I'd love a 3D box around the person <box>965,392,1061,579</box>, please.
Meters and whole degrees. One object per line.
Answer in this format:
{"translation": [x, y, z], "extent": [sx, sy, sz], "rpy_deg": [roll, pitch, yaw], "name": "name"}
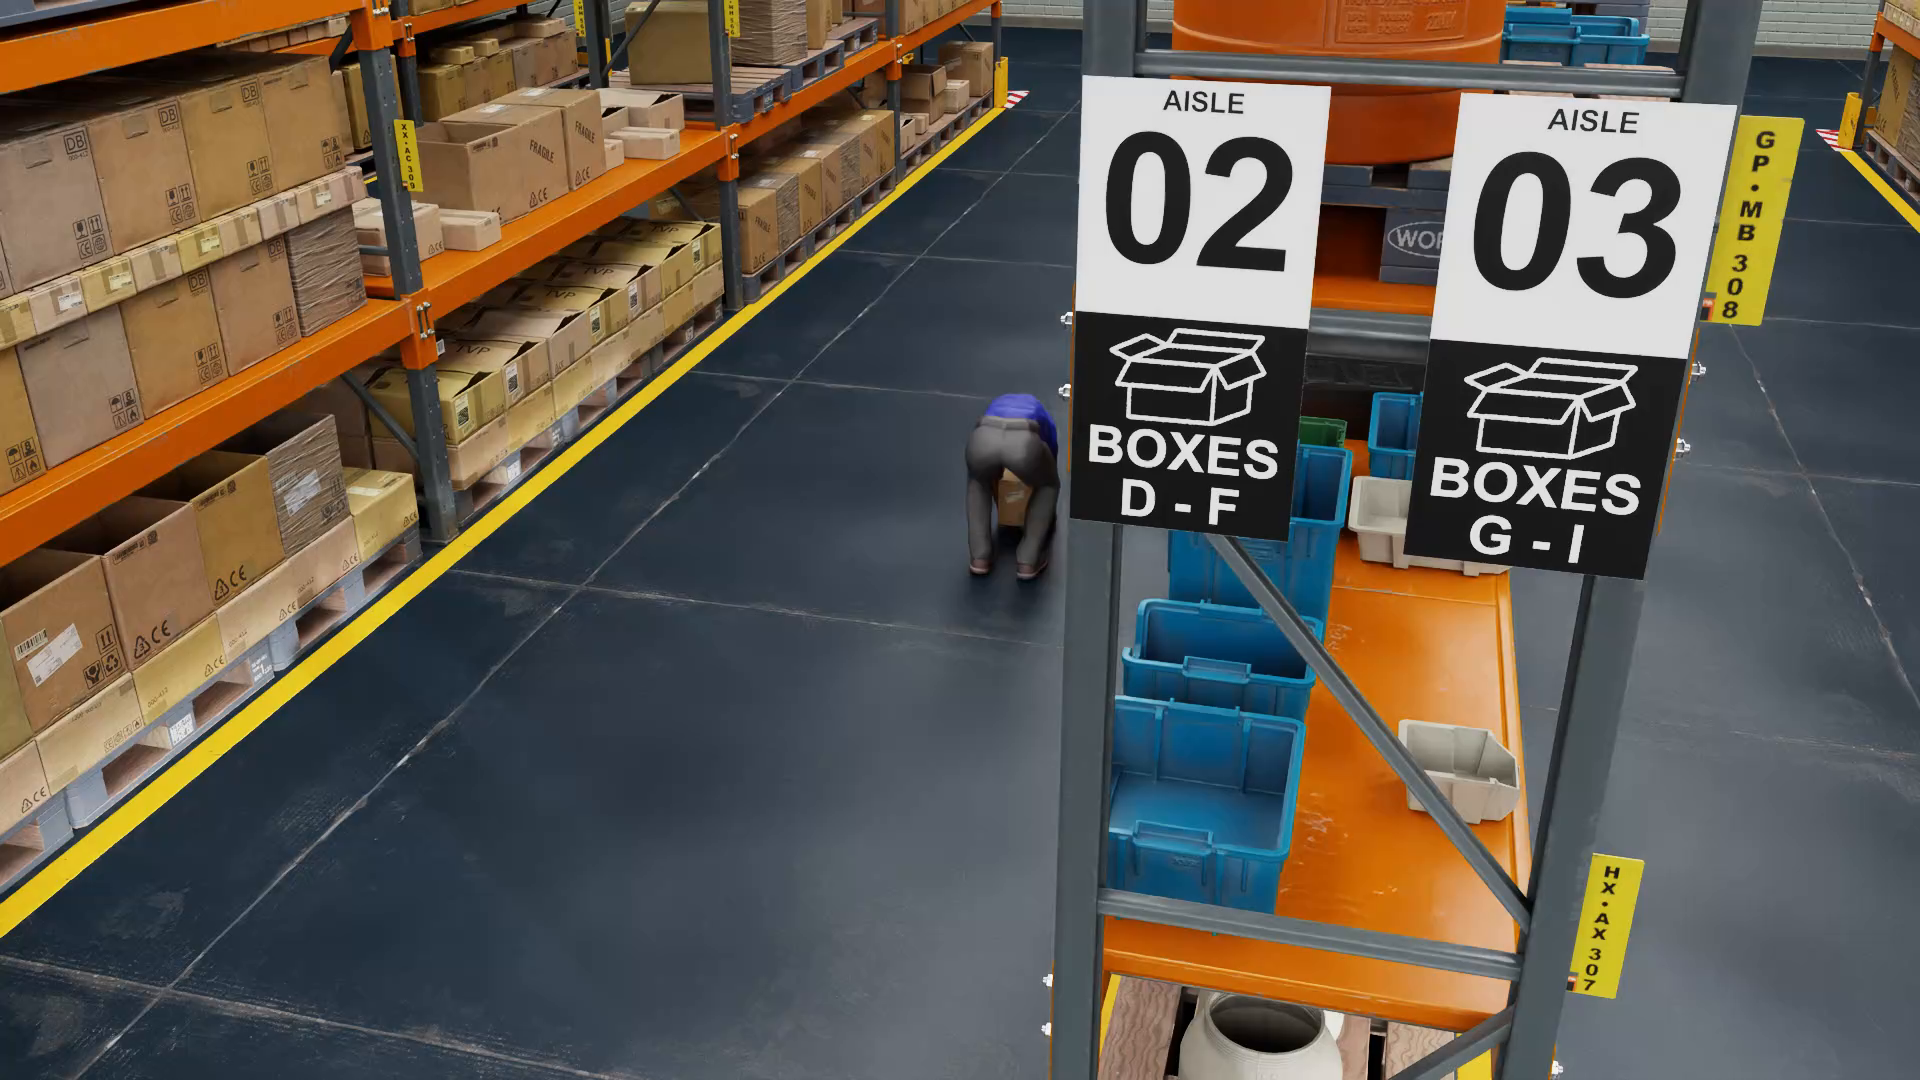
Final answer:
{"translation": [0.268, -0.323, 8.218], "extent": [0.465, 0.864, 0.866], "rpy_deg": [5, 26, 11], "name": "person"}
